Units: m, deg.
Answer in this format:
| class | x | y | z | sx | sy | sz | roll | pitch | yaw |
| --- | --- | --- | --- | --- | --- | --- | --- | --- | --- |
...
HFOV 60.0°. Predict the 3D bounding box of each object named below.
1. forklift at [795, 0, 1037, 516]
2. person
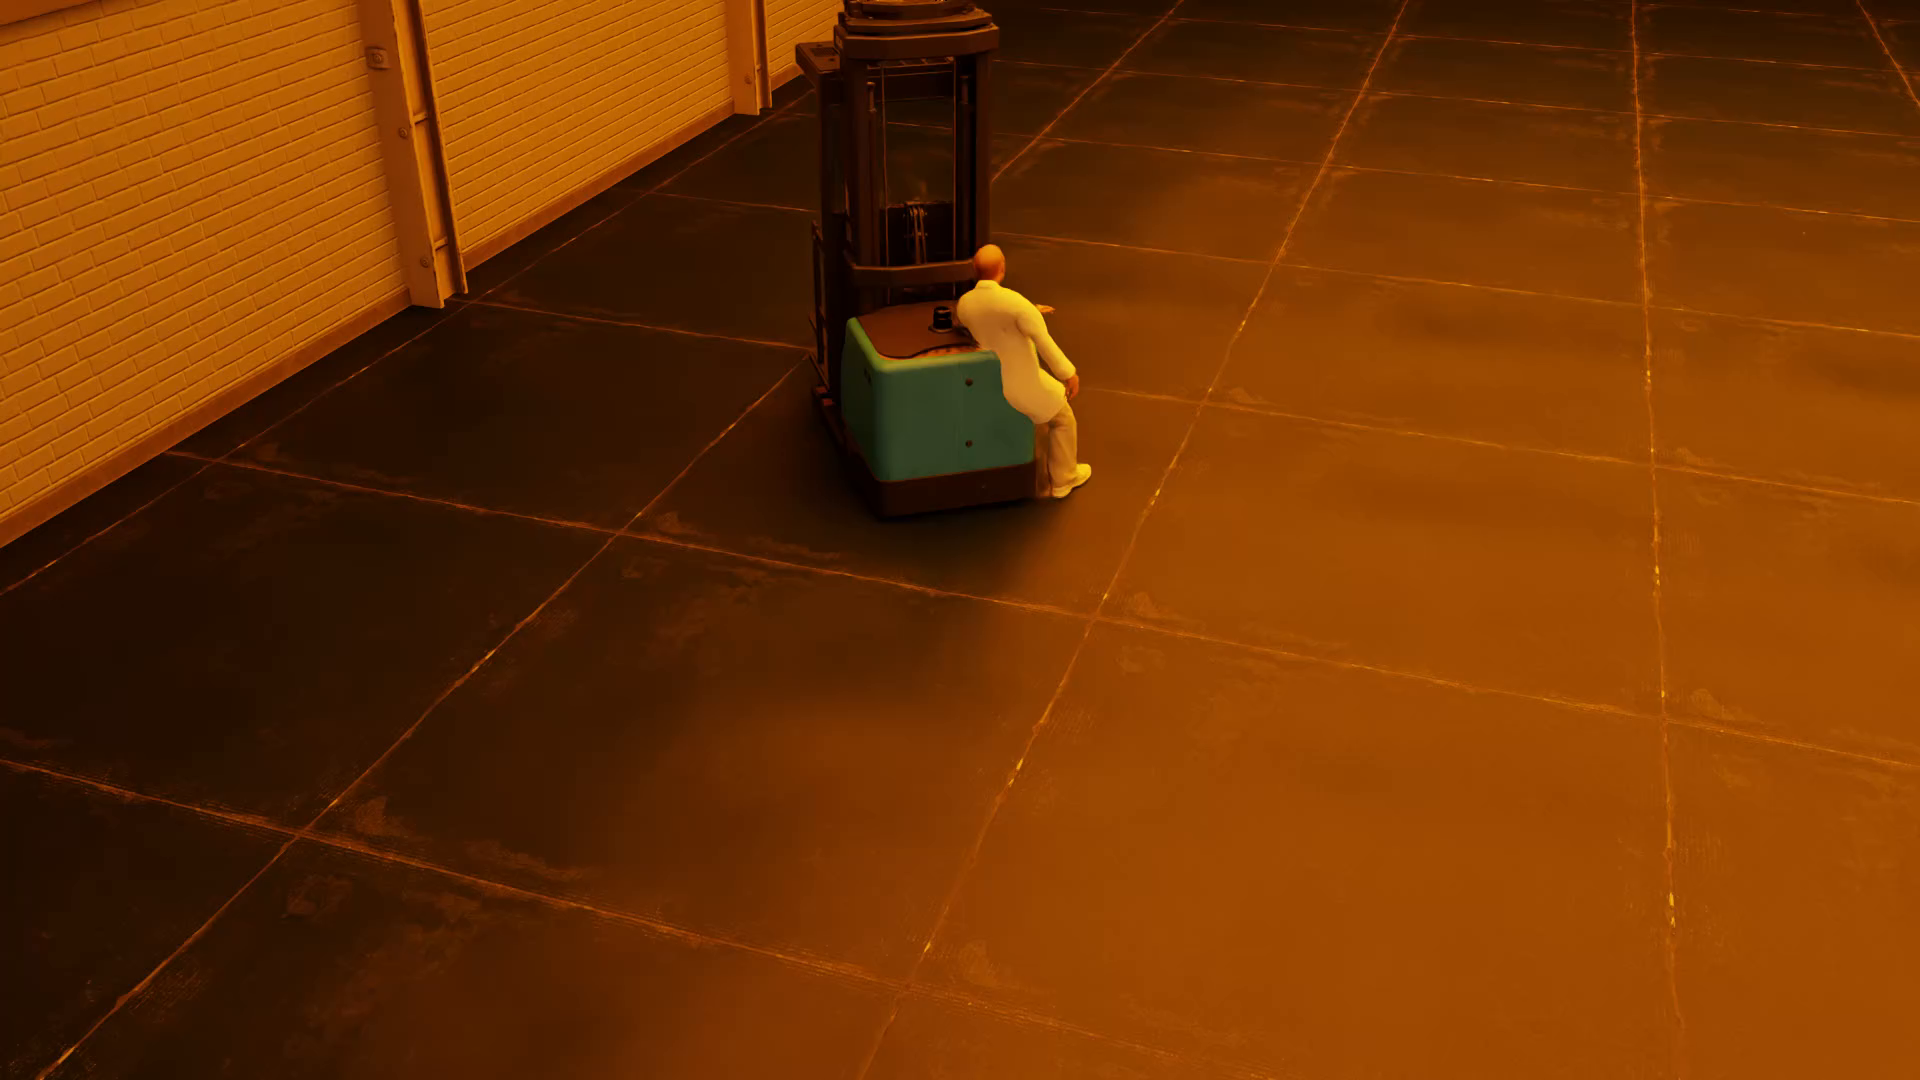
| class | x | y | z | sx | sy | sz | roll | pitch | yaw |
| --- | --- | --- | --- | --- | --- | --- | --- | --- | --- |
| forklift | -0.414 | -2.135 | 10.881 | 1.130 | 2.935 | 3.031 | -8 | 31 | -14 |
| person | 0.348 | -1.040 | 10.244 | 0.910 | 1.662 | 0.928 | 16 | 33 | 26 |
